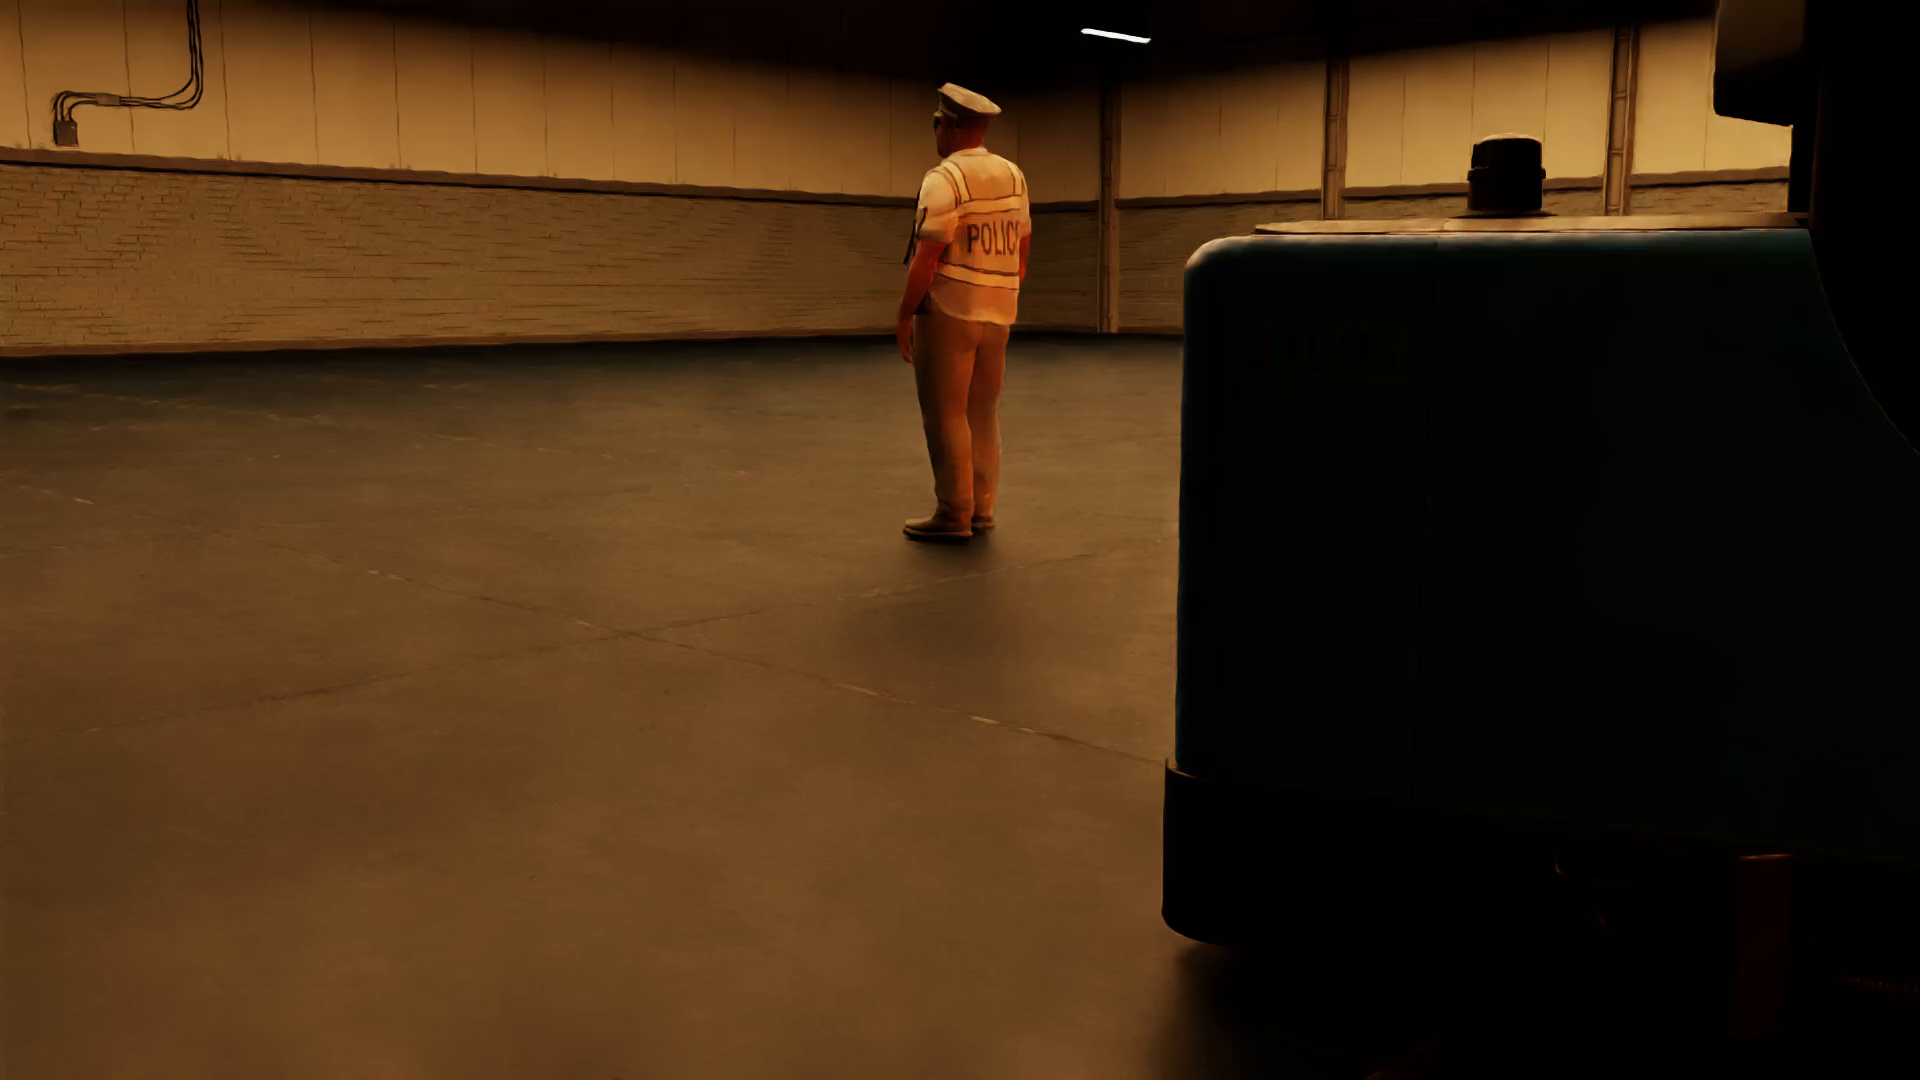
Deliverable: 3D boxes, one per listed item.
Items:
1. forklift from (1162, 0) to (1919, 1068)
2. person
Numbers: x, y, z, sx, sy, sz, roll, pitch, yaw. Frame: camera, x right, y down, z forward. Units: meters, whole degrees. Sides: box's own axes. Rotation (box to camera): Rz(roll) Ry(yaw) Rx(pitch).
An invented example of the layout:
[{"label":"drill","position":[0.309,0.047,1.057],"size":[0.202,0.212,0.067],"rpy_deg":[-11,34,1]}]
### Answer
[{"label":"forklift","position":[1.865,-0.784,2.083],"size":[3.031,2.935,1.130],"rpy_deg":[4,9,24]},{"label":"person","position":[-0.048,-0.897,6.646],"size":[0.574,1.778,0.640],"rpy_deg":[8,12,43]}]
